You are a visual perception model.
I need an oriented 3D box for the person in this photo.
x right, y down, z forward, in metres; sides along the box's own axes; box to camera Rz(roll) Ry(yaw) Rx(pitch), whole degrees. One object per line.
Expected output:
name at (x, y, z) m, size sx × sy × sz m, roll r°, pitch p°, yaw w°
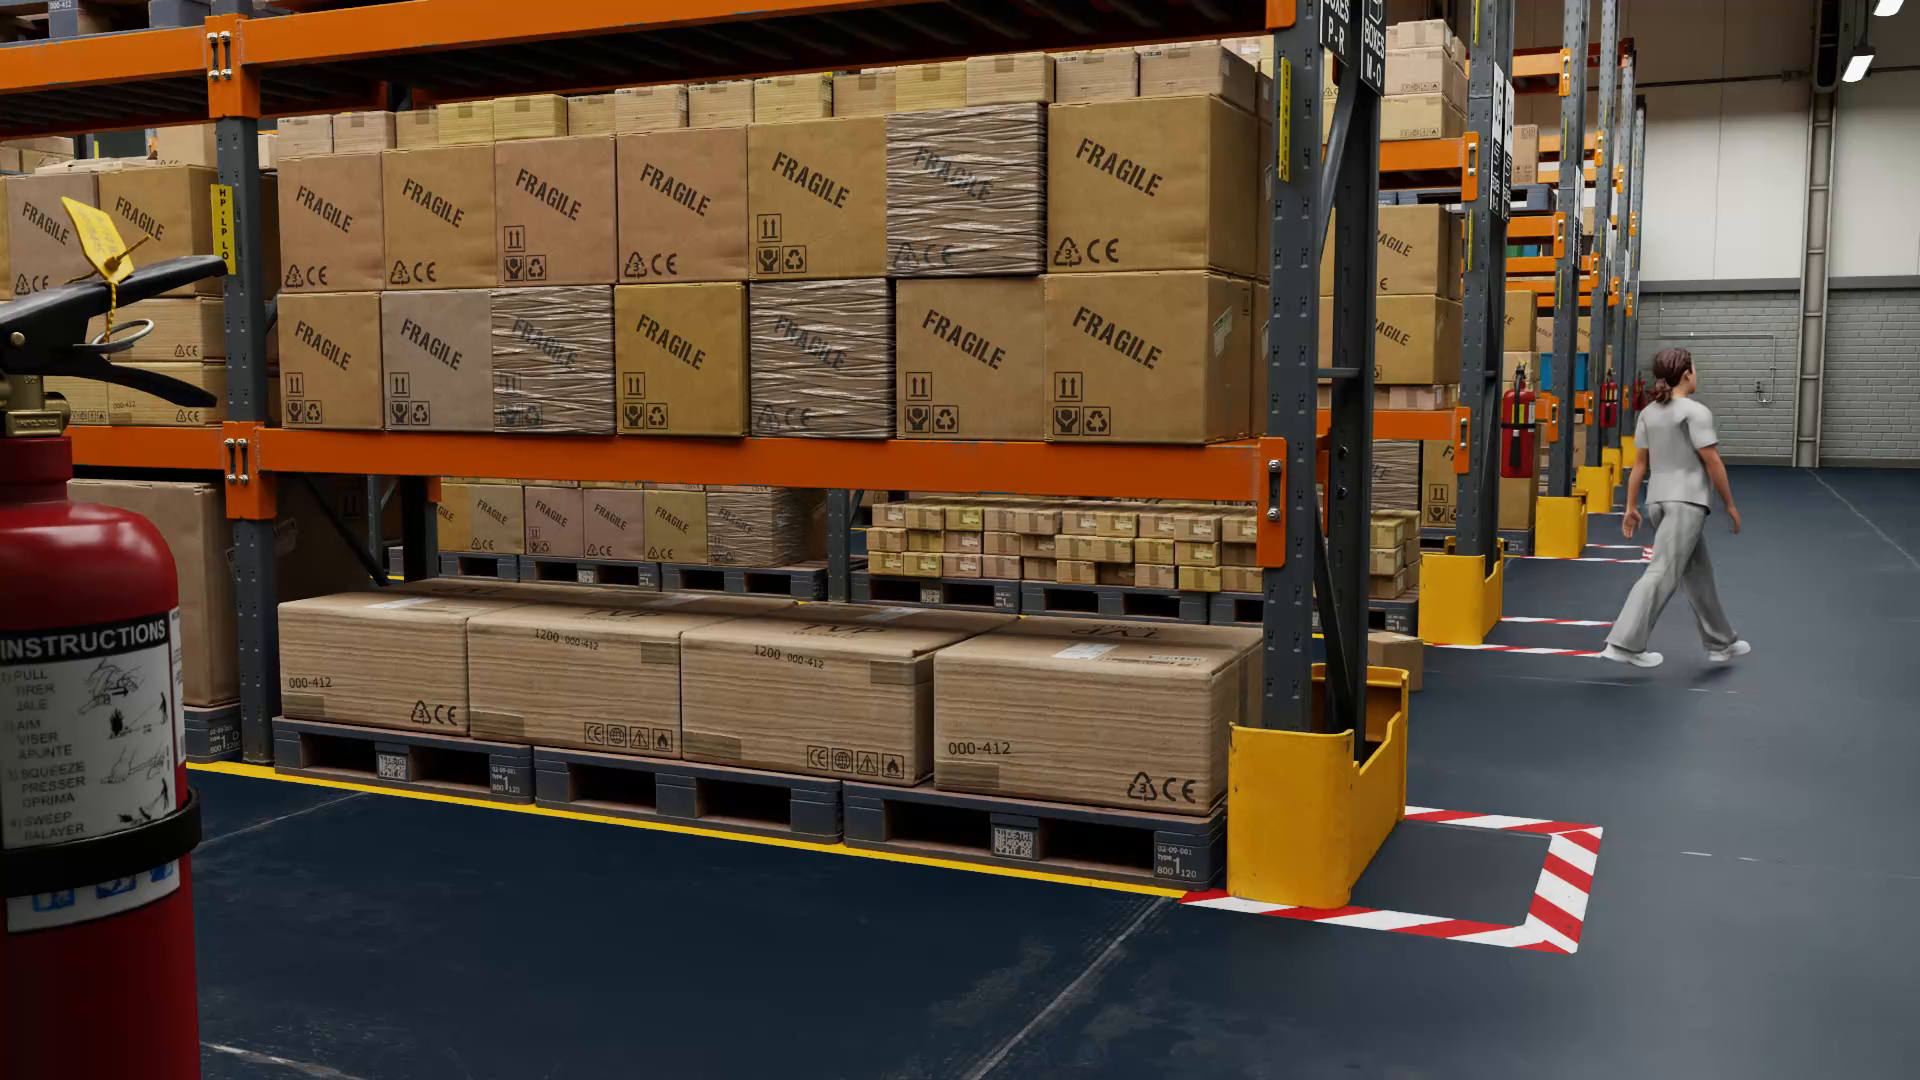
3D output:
person at (3.670, -0.163, 8.421) m, size 1.035 × 1.620 × 0.481 m, roll -2°, pitch 6°, yaw -18°
